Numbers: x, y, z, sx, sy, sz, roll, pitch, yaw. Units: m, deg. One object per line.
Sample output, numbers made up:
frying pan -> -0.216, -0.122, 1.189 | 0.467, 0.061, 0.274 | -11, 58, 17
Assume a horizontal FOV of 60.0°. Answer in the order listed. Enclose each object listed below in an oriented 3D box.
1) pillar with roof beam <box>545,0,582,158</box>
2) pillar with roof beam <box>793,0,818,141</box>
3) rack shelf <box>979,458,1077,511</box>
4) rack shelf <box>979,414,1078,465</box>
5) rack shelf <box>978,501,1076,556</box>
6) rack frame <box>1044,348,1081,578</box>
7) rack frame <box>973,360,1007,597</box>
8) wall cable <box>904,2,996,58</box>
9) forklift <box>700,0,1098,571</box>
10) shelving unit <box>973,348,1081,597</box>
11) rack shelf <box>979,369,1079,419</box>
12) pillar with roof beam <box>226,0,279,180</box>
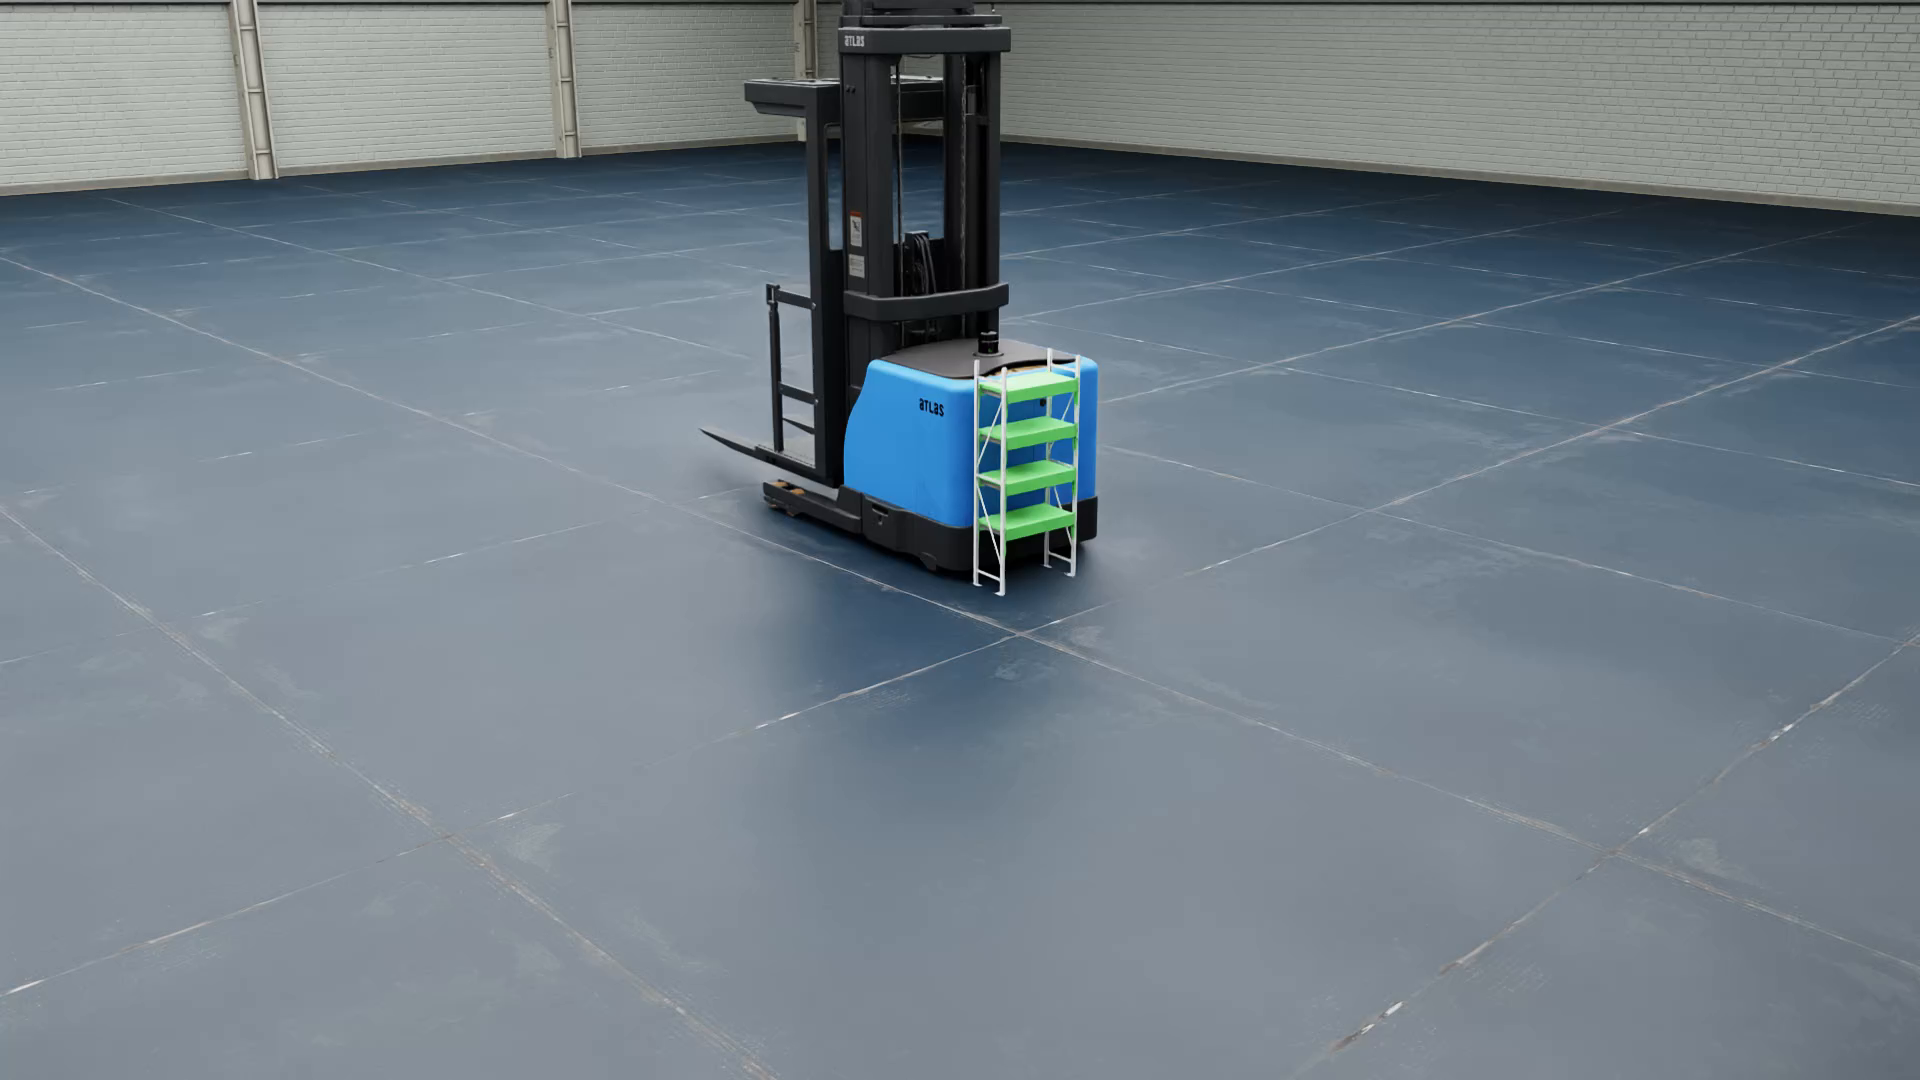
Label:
pillar with roof beam -> -4.738, -10.849, 28.355 | 0.400, 9.000, 9.100 | -16, 24, -41
pillar with roof beam -> -0.378, -12.120, 32.277 | 0.400, 9.000, 9.100 | -16, 24, -41
rack shelf -> 0.344, -0.293, 8.650 | 0.480, 0.148, 0.258 | -14, 22, -36
rack shelf -> 0.344, -0.521, 8.576 | 0.480, 0.148, 0.258 | -14, 22, -36
rack shelf -> 0.344, -0.065, 8.725 | 0.480, 0.148, 0.258 | -14, 22, -36
rack frame -> 0.537, -0.400, 8.773 | 0.015, 1.200, 0.240 | -14, 22, -36
rack frame -> 0.152, -0.308, 8.488 | 0.015, 1.200, 0.240 | -14, 22, -36
wall cable -> -0.287, -11.936, 36.742 | 0.112, 2.526, 3.097 | -16, 24, -41
forklift -> -0.533, -1.617, 9.719 | 1.130, 2.935, 3.031 | -14, 22, -36
shelving unit -> 0.344, -0.354, 8.630 | 0.503, 1.200, 0.258 | -14, 22, -36
rack shelf -> 0.345, -0.750, 8.501 | 0.480, 0.148, 0.258 | -14, 22, -36
pillar with roof beam -> -9.098, -9.578, 24.434 | 0.400, 9.000, 9.100 | -16, 24, -41
